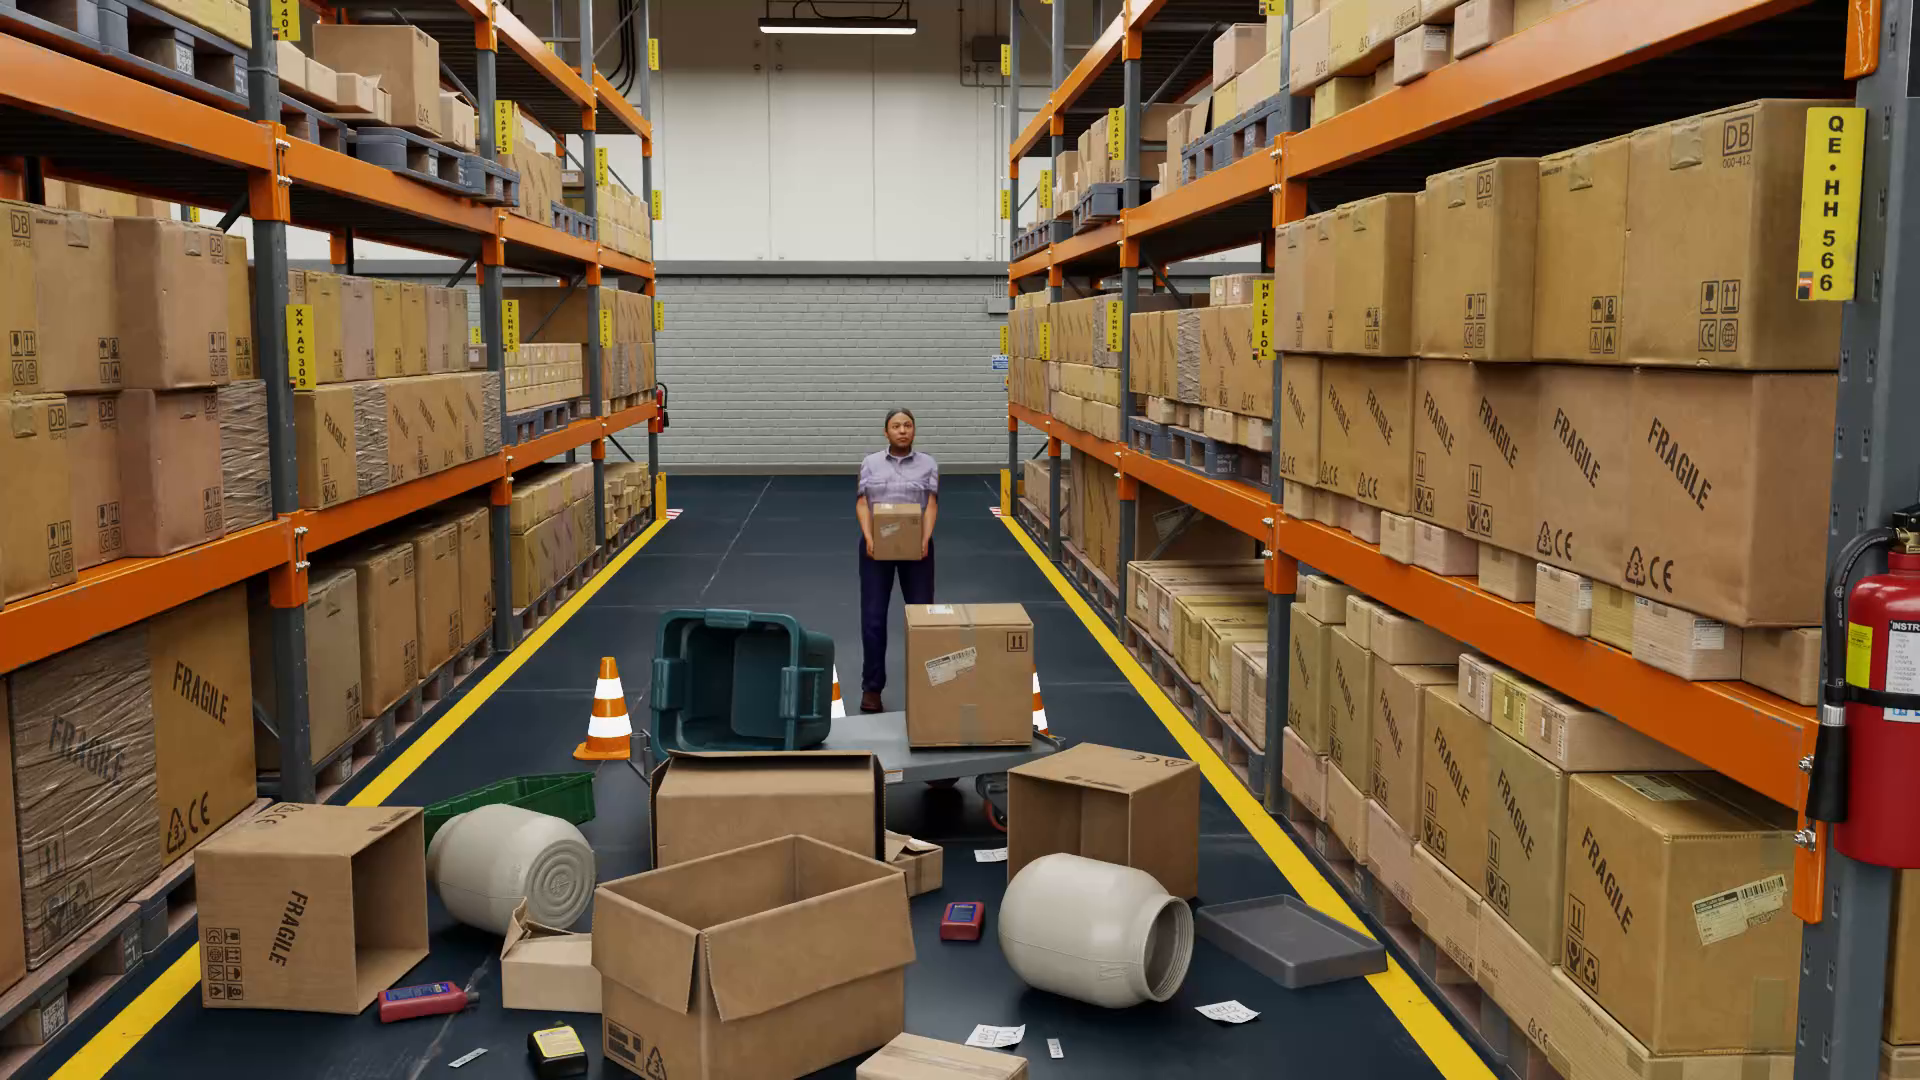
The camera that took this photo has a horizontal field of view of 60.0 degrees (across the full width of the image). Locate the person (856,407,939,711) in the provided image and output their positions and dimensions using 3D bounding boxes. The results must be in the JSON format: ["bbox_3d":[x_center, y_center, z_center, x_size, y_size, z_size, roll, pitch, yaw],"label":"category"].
[{"bbox_3d":[-0.333,0.107,8.988,0.453,1.636,0.524,0,7,-3],"label":"person"}]
